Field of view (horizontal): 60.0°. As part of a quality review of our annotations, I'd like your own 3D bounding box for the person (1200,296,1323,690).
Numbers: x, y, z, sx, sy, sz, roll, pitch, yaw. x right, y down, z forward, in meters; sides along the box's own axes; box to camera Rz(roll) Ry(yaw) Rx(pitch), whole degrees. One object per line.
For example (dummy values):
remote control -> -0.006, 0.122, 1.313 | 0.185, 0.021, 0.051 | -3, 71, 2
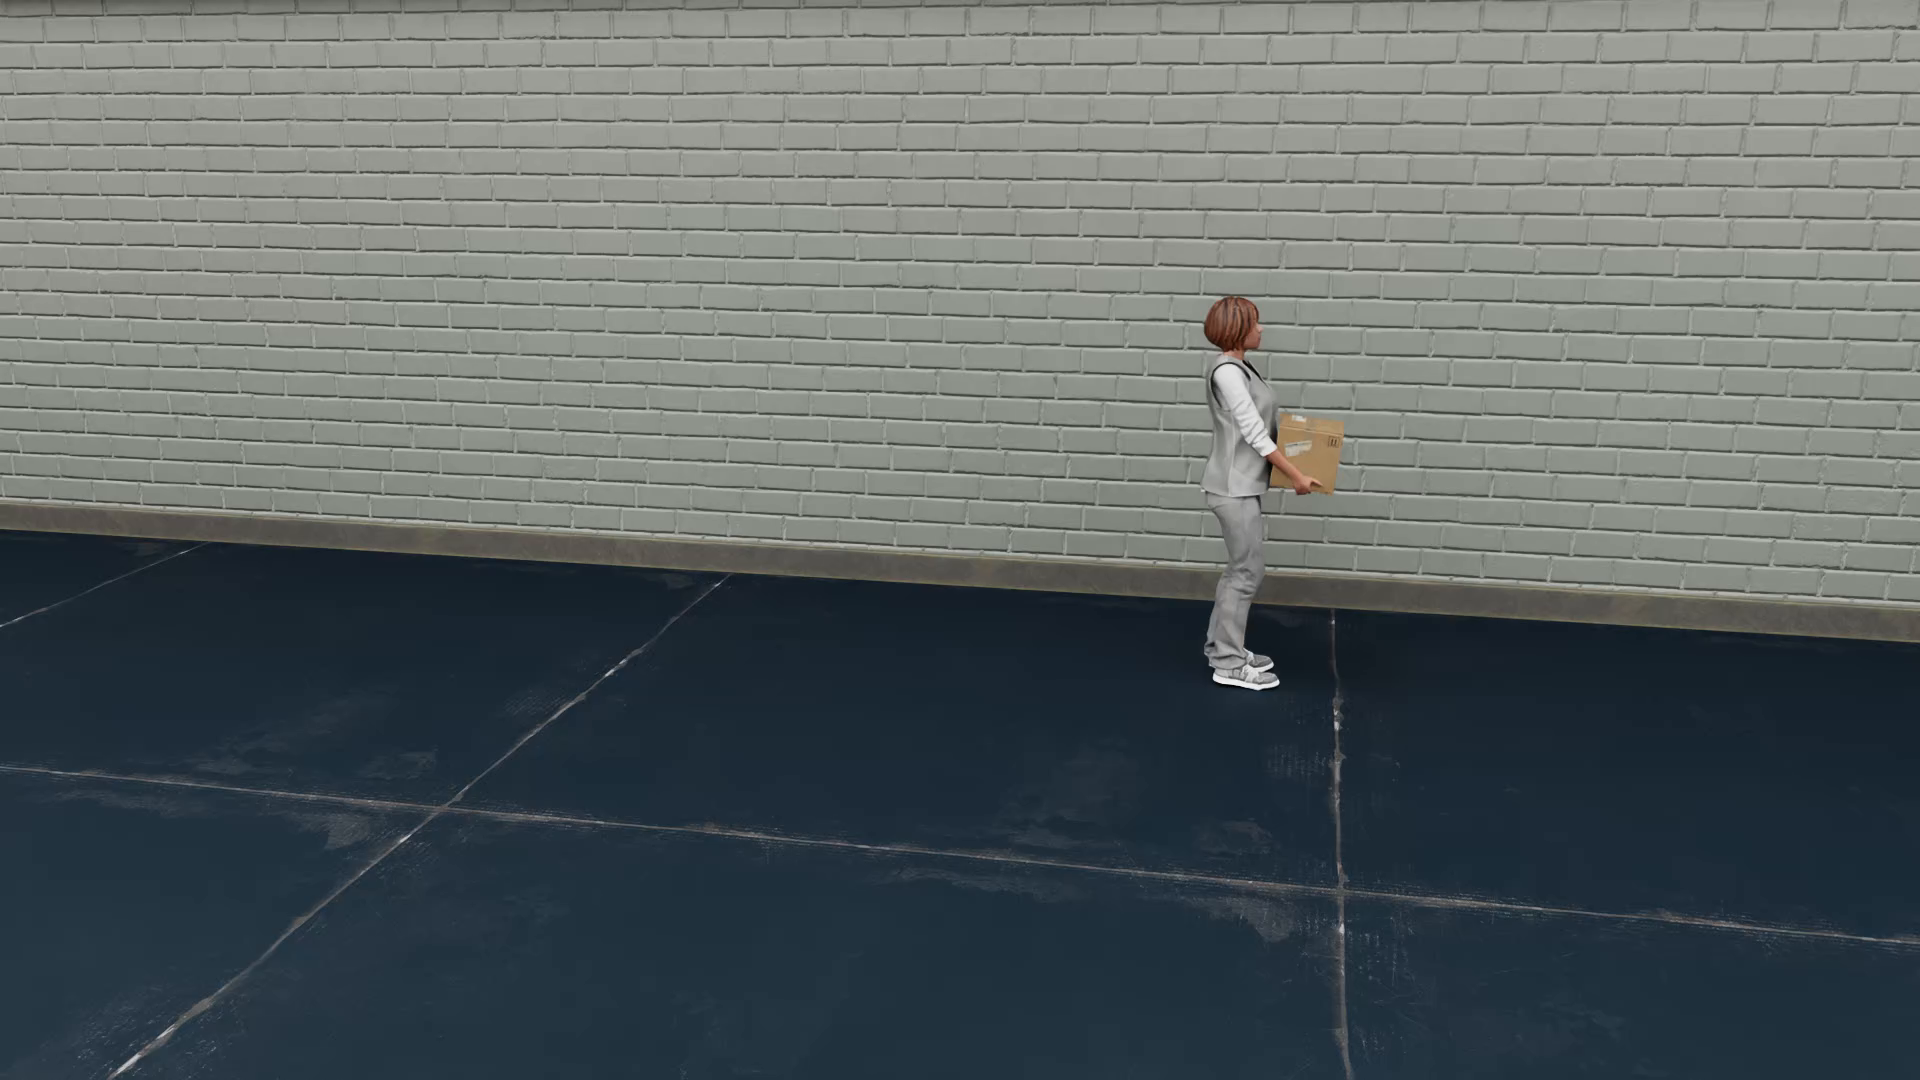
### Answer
person -> 1.218, -0.188, 6.756 | 0.497, 1.587, 0.405 | 3, 15, 12
